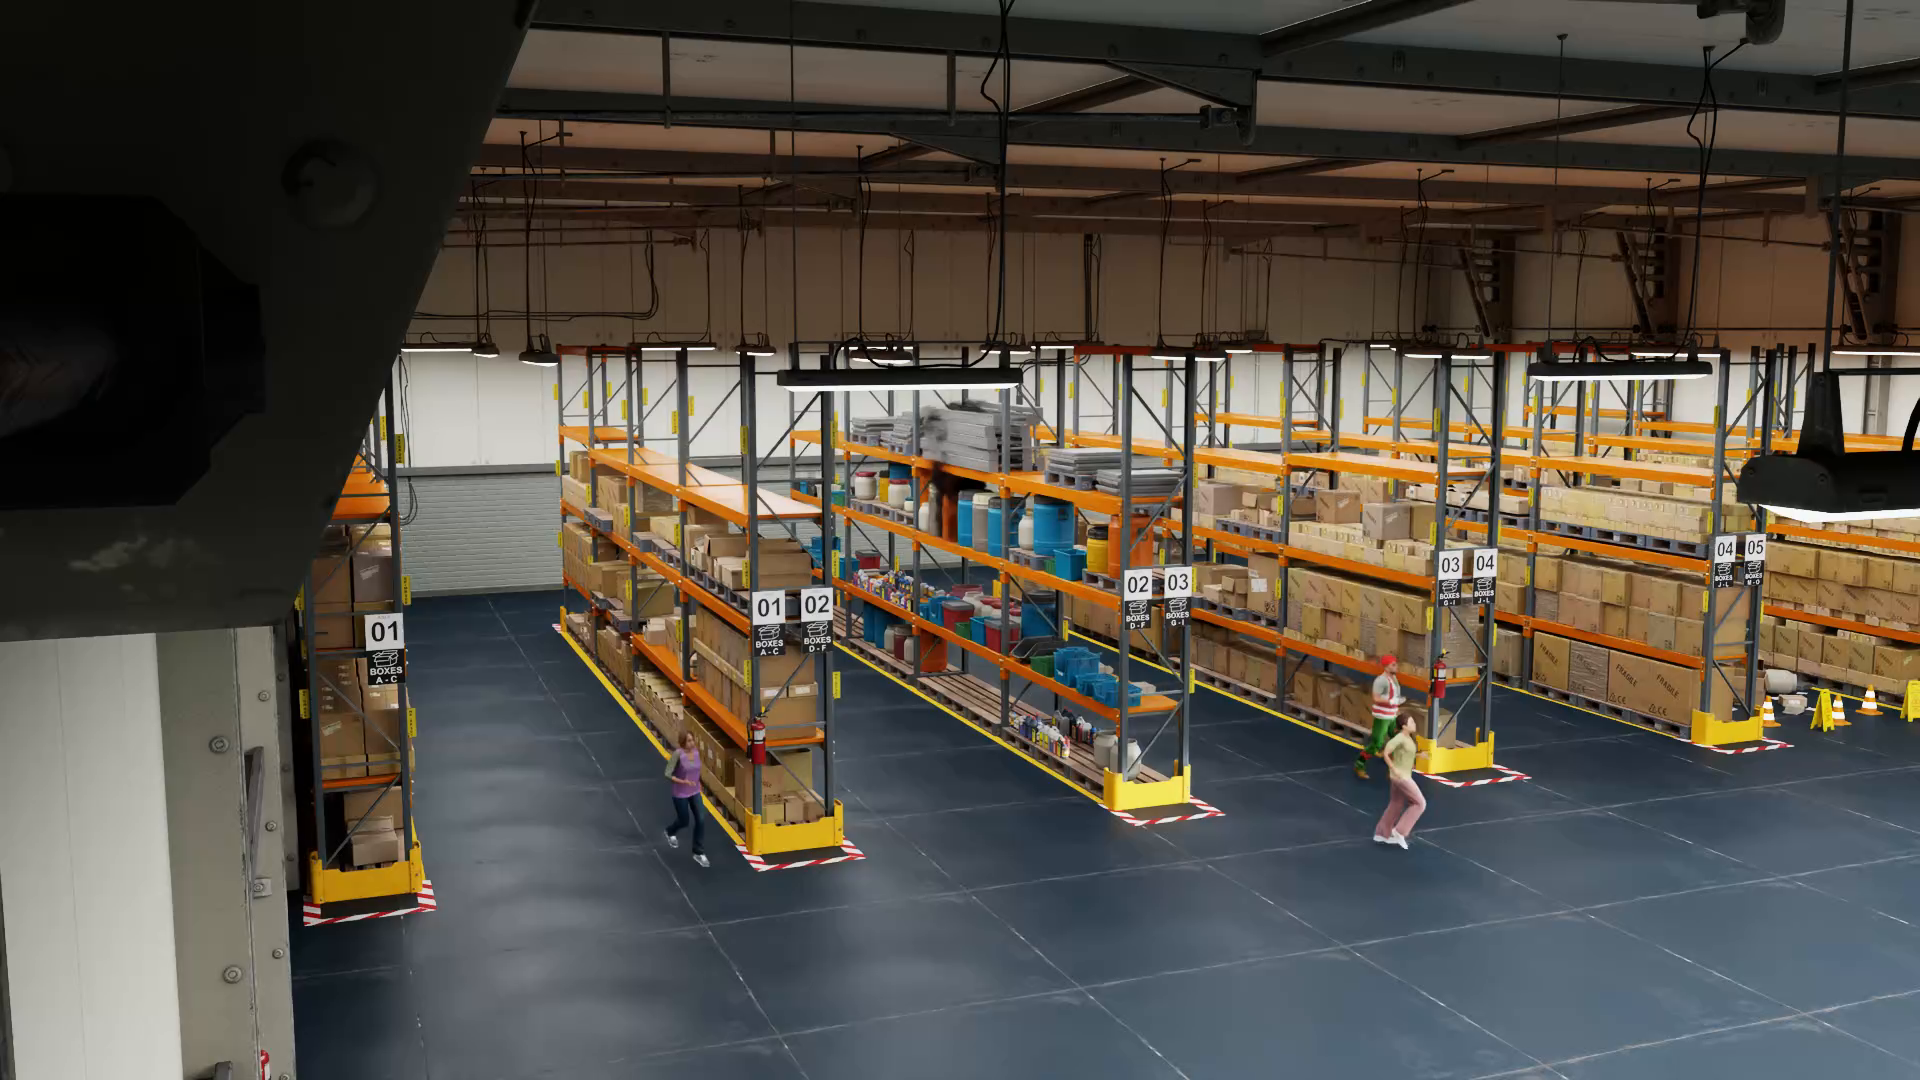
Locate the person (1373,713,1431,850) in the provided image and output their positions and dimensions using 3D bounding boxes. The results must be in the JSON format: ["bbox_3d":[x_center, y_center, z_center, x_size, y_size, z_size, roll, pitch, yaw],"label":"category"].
[{"bbox_3d":[5.423,2.943,20.369,0.655,1.666,0.552,2,7,13],"label":"person"}]

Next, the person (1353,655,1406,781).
[{"bbox_3d":[5.900,2.512,23.227,0.743,1.852,0.667,6,10,41],"label":"person"}]

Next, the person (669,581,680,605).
[{"bbox_3d":[-6.114,0.965,35.578,0.942,1.656,0.635,5,9,37],"label":"person"}]

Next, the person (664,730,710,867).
[{"bbox_3d":[-3.278,3.043,19.841,0.576,1.604,0.823,-6,9,-40],"label":"person"}]
